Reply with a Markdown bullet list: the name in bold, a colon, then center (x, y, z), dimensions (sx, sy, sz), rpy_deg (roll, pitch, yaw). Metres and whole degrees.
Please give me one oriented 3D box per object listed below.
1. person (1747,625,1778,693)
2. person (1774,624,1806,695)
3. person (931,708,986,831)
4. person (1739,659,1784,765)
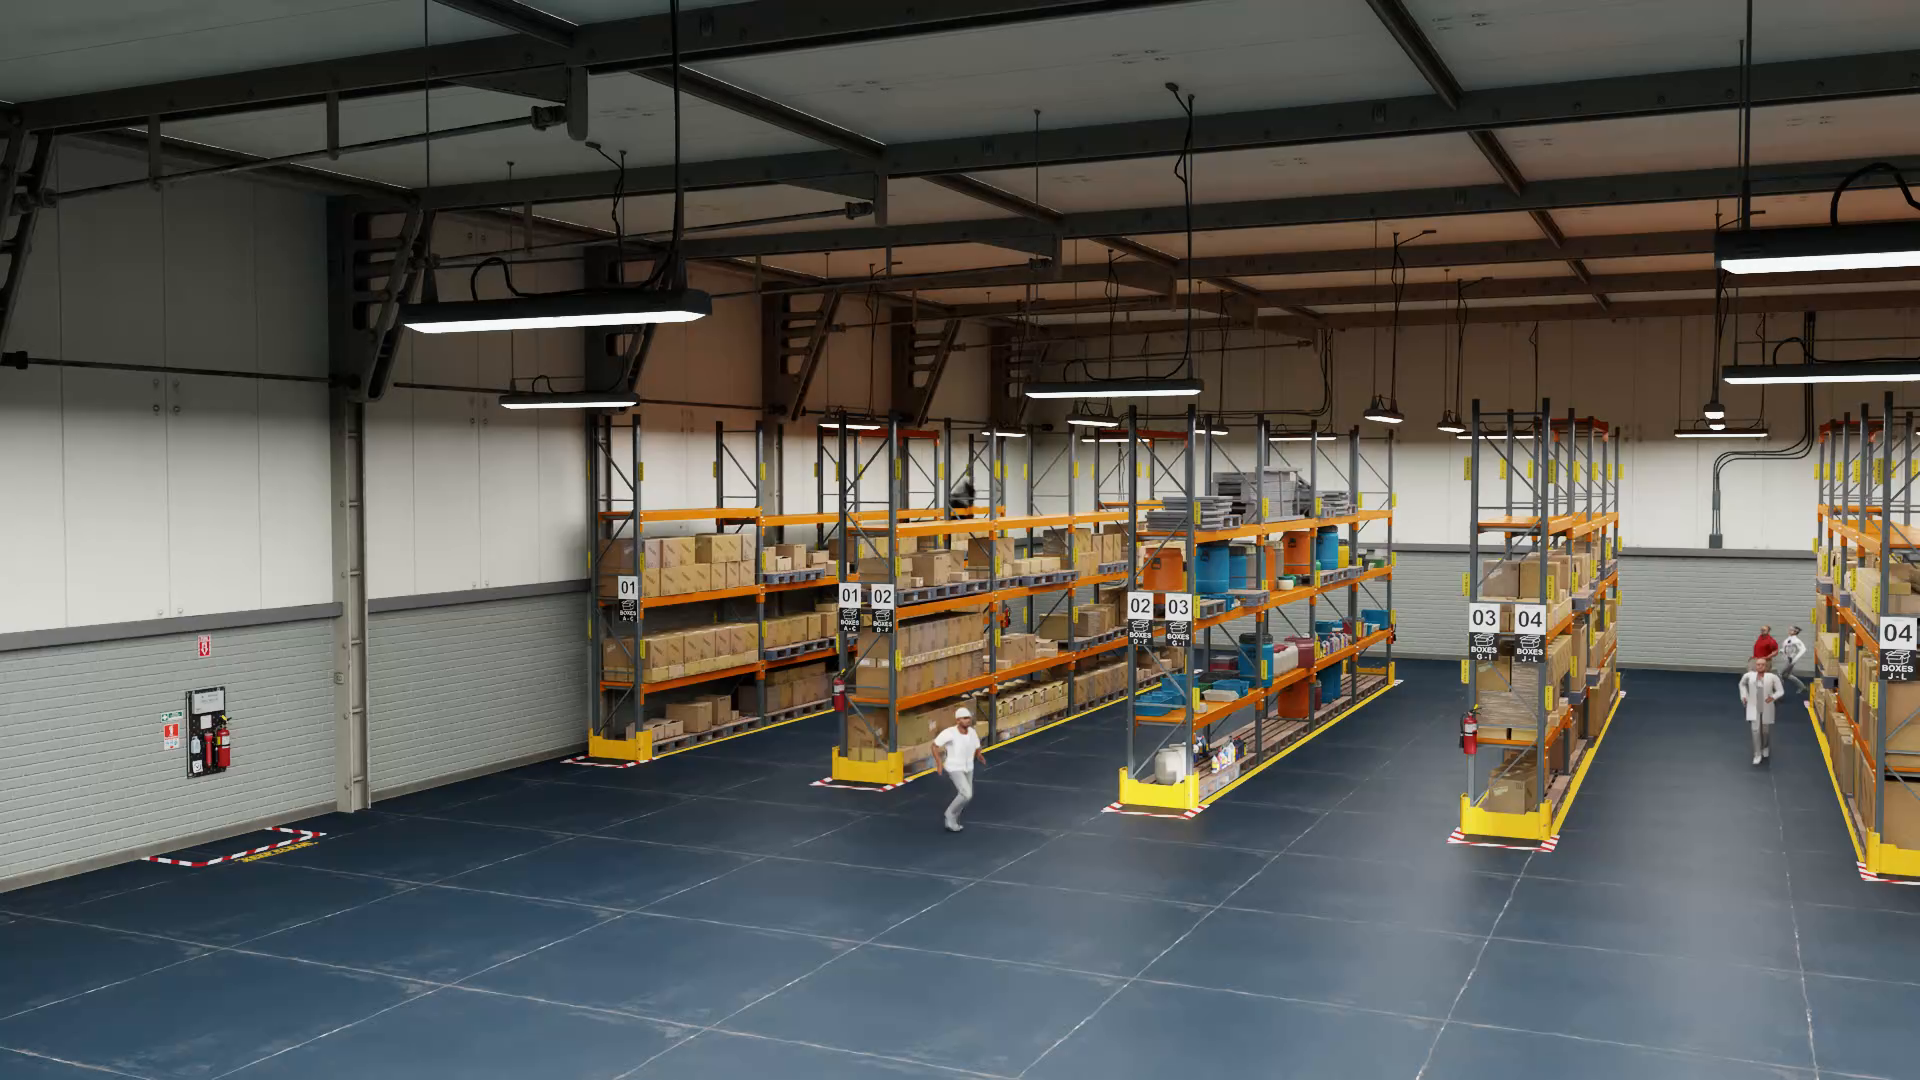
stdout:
- **person**: center (17.508, 2.689, 36.214), dimensions (0.733, 1.681, 0.705), rpy_deg (-1, 2, -13)
- **person**: center (18.262, 2.663, 36.639), dimensions (0.846, 1.654, 0.674), rpy_deg (1, 2, 14)
- **person**: center (0.028, 3.176, 22.981), dimensions (0.680, 1.716, 0.720), rpy_deg (-2, 3, -42)
- **person**: center (13.838, 2.935, 28.740), dimensions (0.716, 1.788, 0.919), rpy_deg (1, 3, 28)
